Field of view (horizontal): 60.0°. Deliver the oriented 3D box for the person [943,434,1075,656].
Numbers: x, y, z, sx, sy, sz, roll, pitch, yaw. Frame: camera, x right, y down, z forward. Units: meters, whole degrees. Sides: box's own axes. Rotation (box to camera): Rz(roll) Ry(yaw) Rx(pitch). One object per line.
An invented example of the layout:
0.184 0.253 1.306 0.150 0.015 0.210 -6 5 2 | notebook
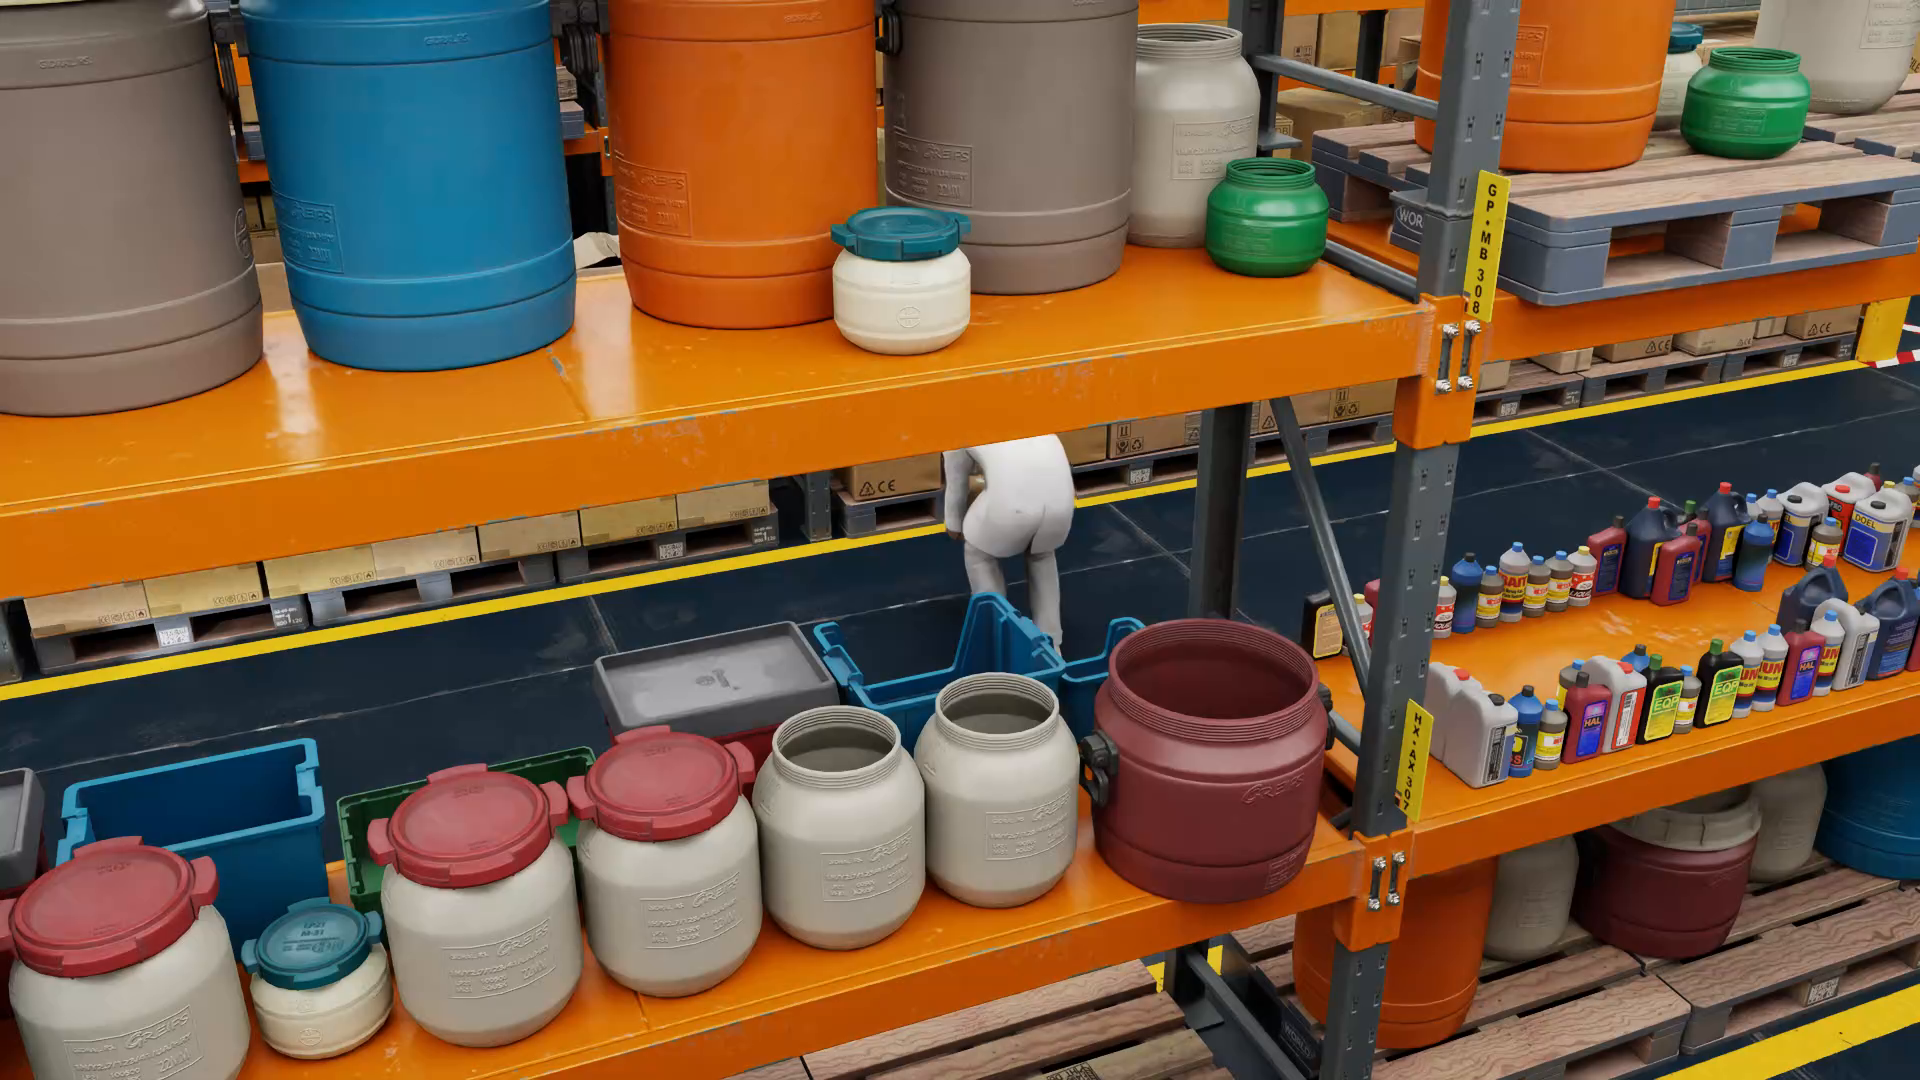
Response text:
0.199 -0.136 7.914 0.558 1.347 0.889 -11 28 -22 | person
